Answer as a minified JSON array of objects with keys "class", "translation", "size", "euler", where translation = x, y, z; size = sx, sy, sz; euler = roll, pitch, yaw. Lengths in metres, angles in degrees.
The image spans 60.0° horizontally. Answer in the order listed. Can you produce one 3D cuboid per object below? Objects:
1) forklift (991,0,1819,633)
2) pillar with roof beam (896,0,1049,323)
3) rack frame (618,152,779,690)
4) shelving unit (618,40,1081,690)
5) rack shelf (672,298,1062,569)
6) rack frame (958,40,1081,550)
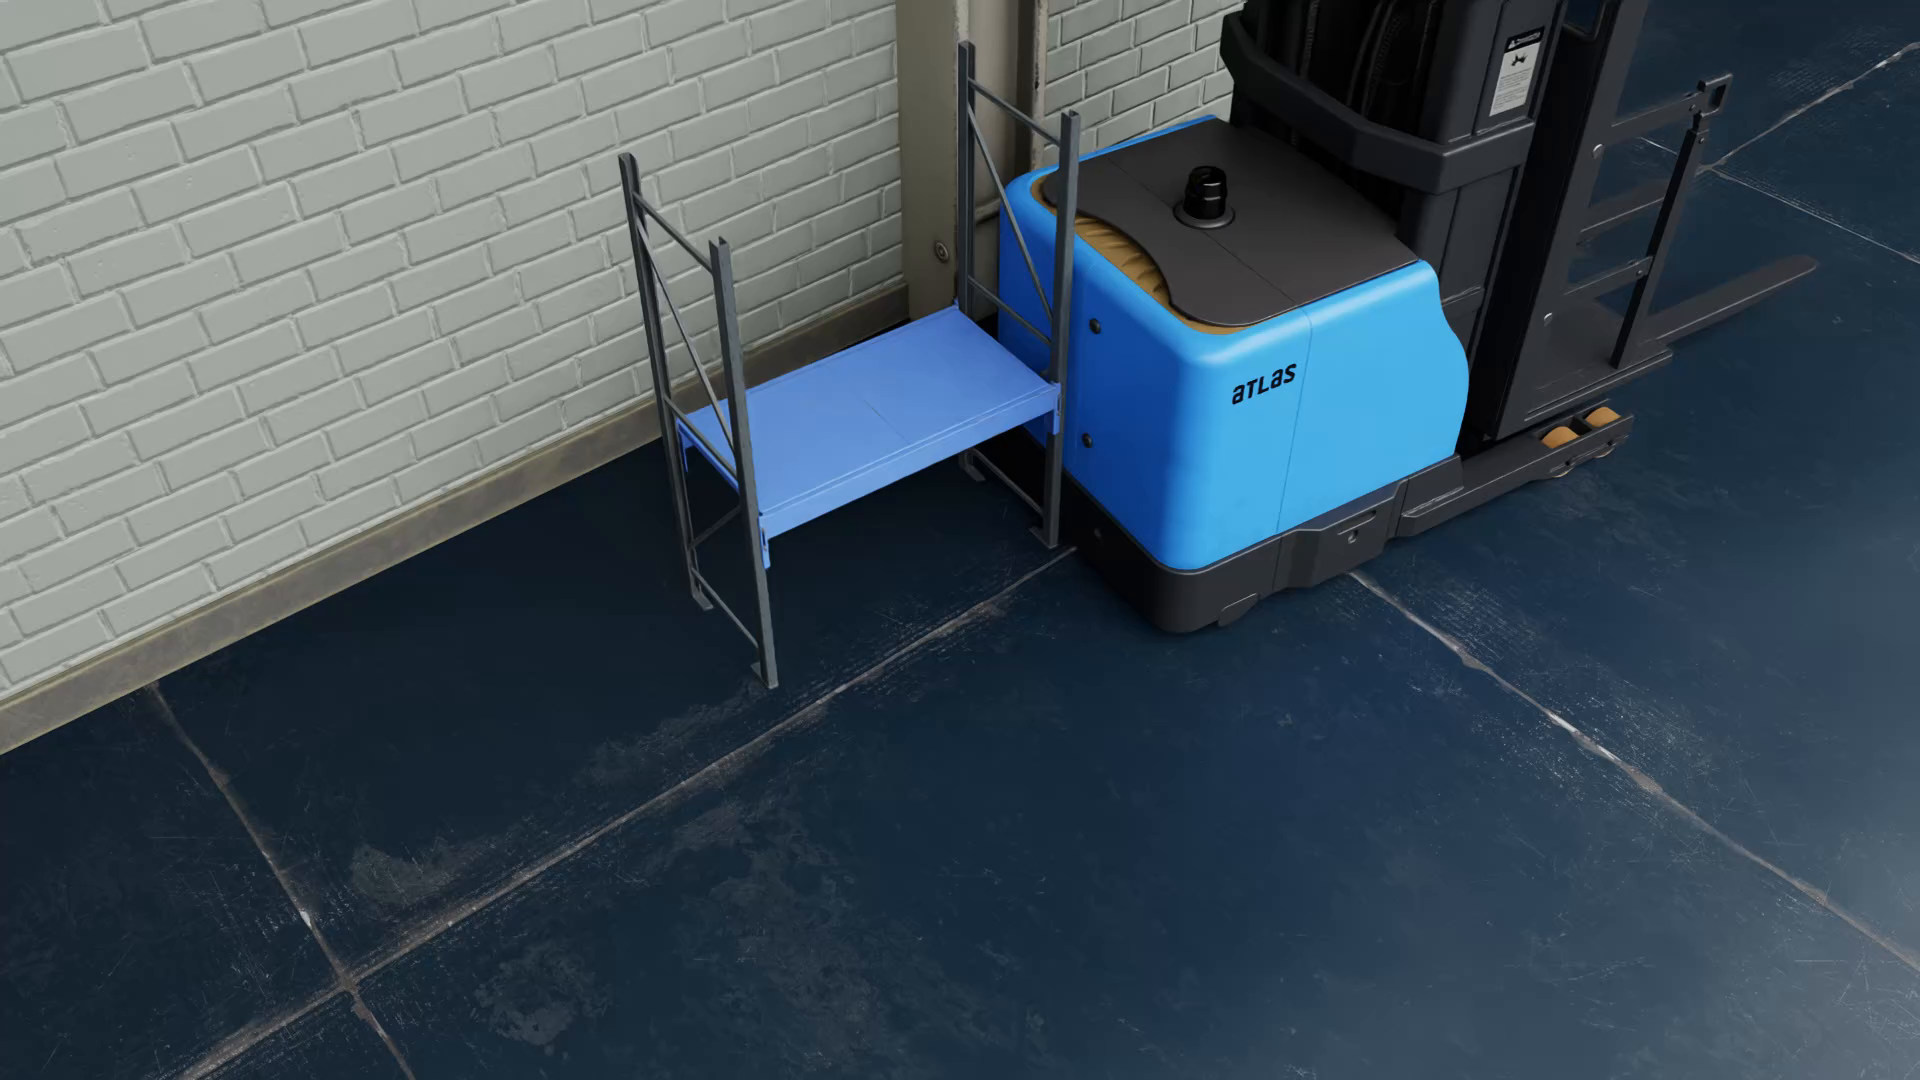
[{"class":"forklift","translation":[1.628,-1.562,4.772],"size":[3.031,2.935,1.130],"euler":[-23,48,-22]},{"class":"pillar with roof beam","translation":[2.803,-1.867,0.664],"size":[0.400,9.000,9.100],"euler":[-30,51,-28]},{"class":"rack frame","translation":[-0.680,-0.259,4.431],"size":[0.032,1.500,0.500],"euler":[-26,49,-25]},{"class":"shelving unit","translation":[-0.265,-0.460,4.644],"size":[1.048,1.500,0.538],"euler":[-26,49,-25]},{"class":"rack shelf","translation":[-0.265,-0.329,4.767],"size":[1.000,0.185,0.538],"euler":[-26,49,-25]},{"class":"rack frame","translation":[0.150,-0.661,4.858],"size":[0.032,1.500,0.500],"euler":[-26,49,-25]}]
